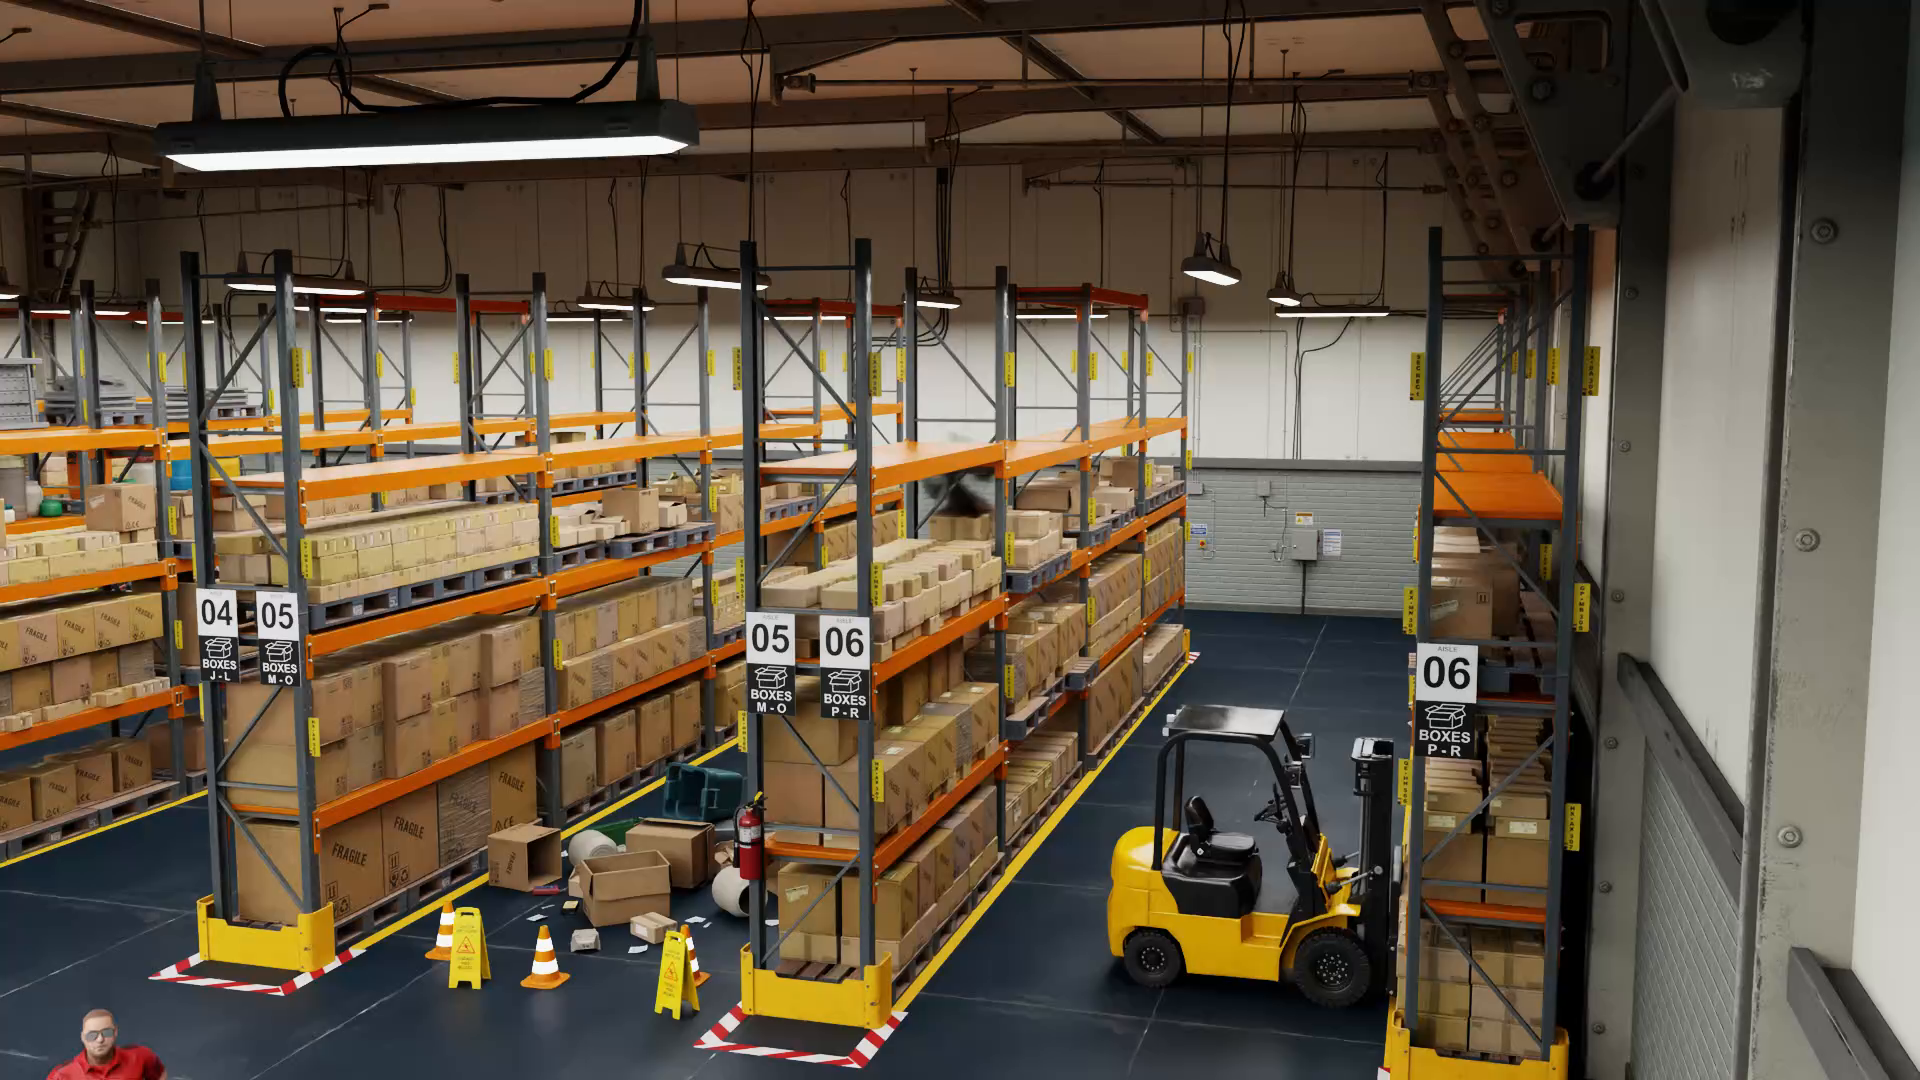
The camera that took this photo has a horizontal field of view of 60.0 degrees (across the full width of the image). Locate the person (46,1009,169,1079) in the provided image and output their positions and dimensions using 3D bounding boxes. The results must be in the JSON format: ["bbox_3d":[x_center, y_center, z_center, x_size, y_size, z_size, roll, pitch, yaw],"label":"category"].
[{"bbox_3d":[-4.555,3.334,8.885,0.665,1.714,0.887,-4,8,-32],"label":"person"}]
